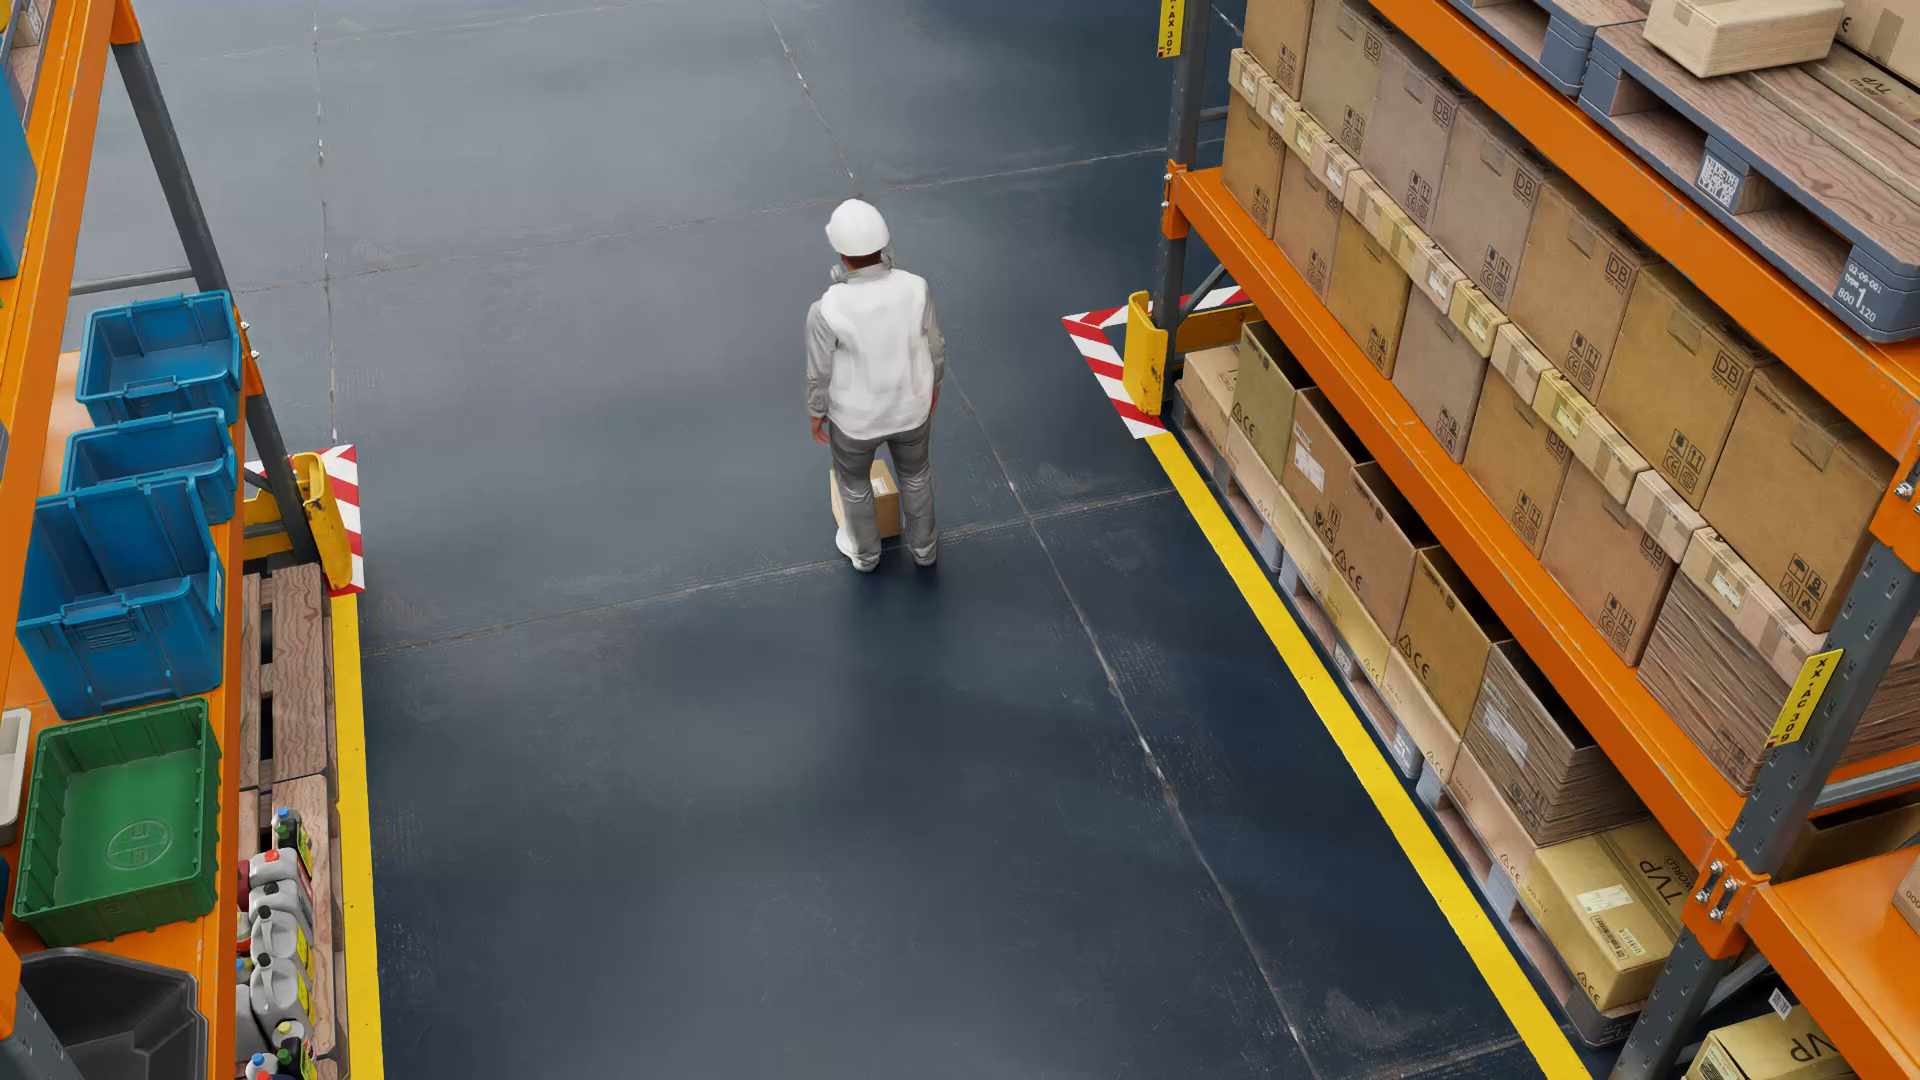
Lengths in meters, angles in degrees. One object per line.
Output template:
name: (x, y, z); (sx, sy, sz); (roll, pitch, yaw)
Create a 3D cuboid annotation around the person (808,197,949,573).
person: (-0.333, -0.572, 6.777); (0.580, 1.771, 0.465); (-12, 43, -13)
